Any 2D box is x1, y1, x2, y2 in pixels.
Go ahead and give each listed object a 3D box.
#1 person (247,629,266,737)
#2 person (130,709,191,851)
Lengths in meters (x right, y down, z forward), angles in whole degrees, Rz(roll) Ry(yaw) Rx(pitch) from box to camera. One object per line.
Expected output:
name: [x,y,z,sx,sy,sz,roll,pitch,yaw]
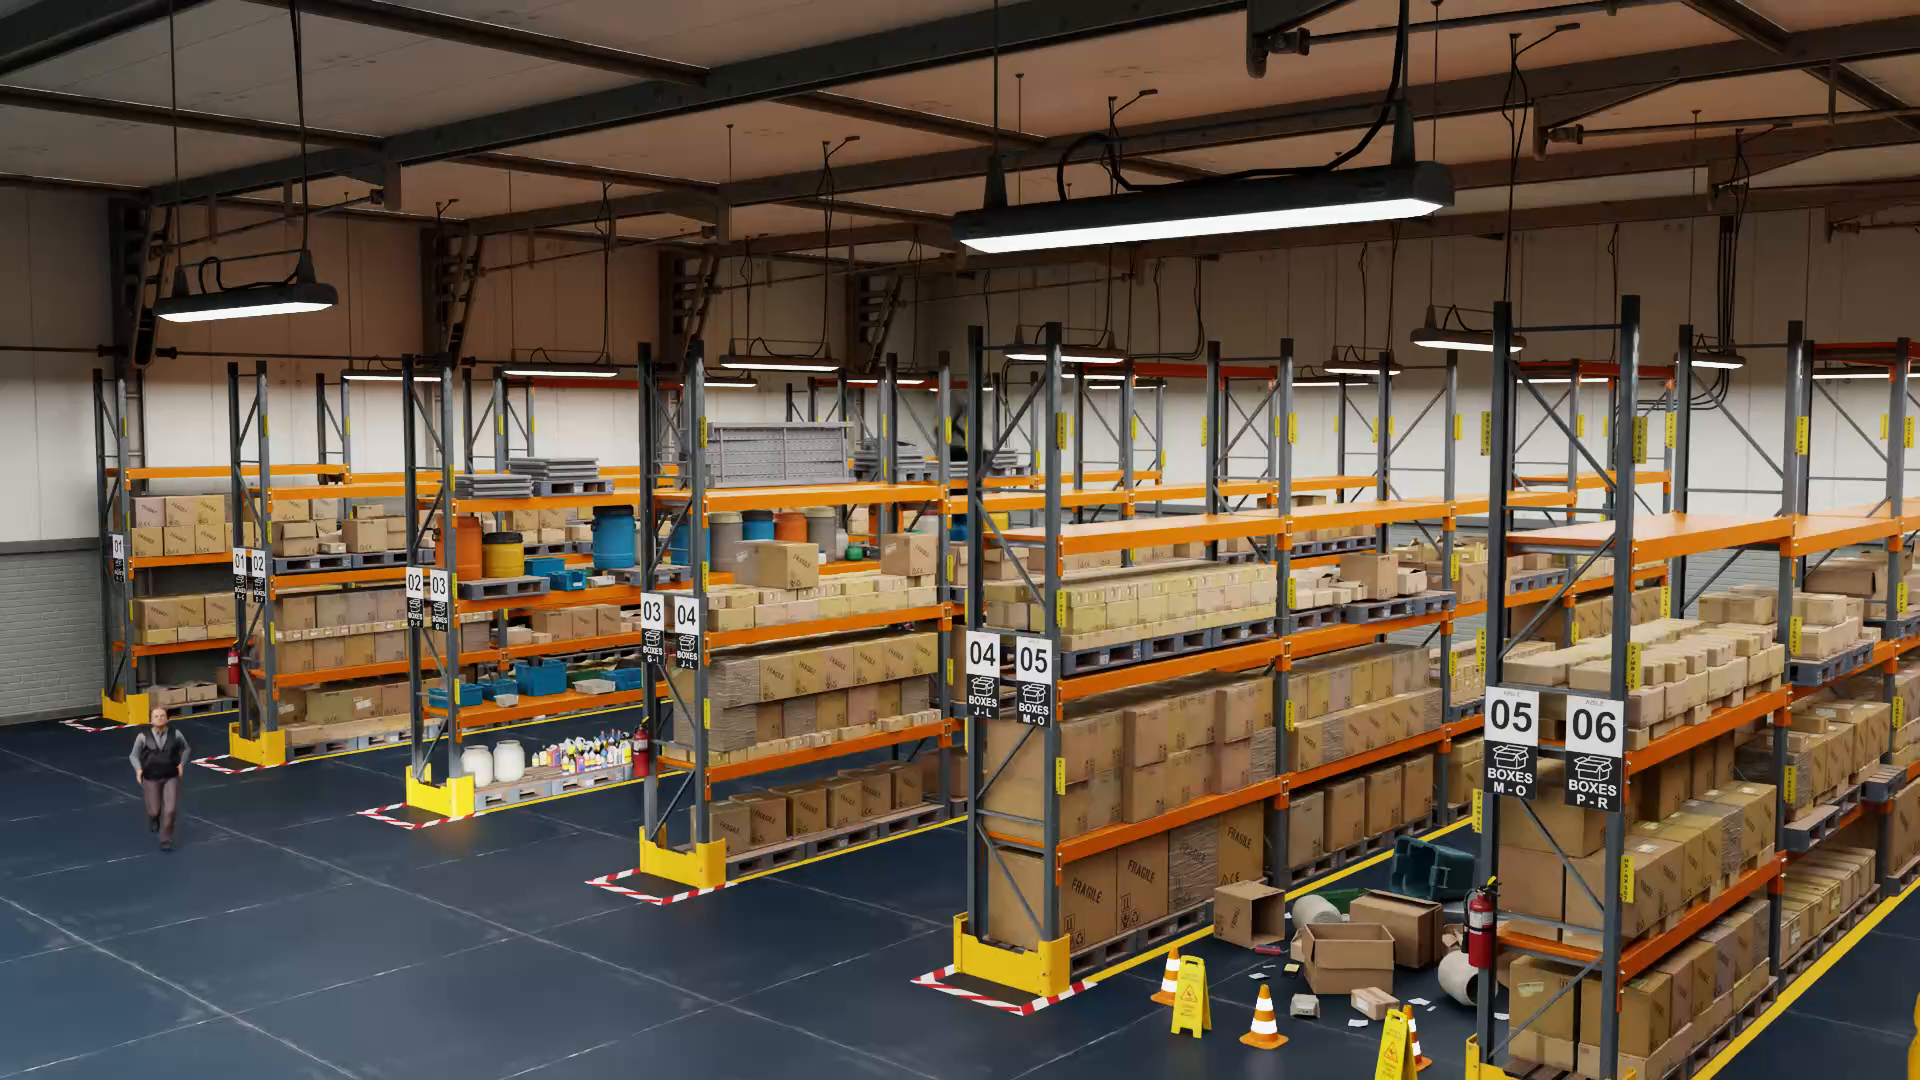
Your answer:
person: [-11.344,2.317,26.973,0.740,1.742,0.655,2,5,26]
person: [-9.601,2.861,19.998,0.670,1.686,0.660,-2,5,-29]
